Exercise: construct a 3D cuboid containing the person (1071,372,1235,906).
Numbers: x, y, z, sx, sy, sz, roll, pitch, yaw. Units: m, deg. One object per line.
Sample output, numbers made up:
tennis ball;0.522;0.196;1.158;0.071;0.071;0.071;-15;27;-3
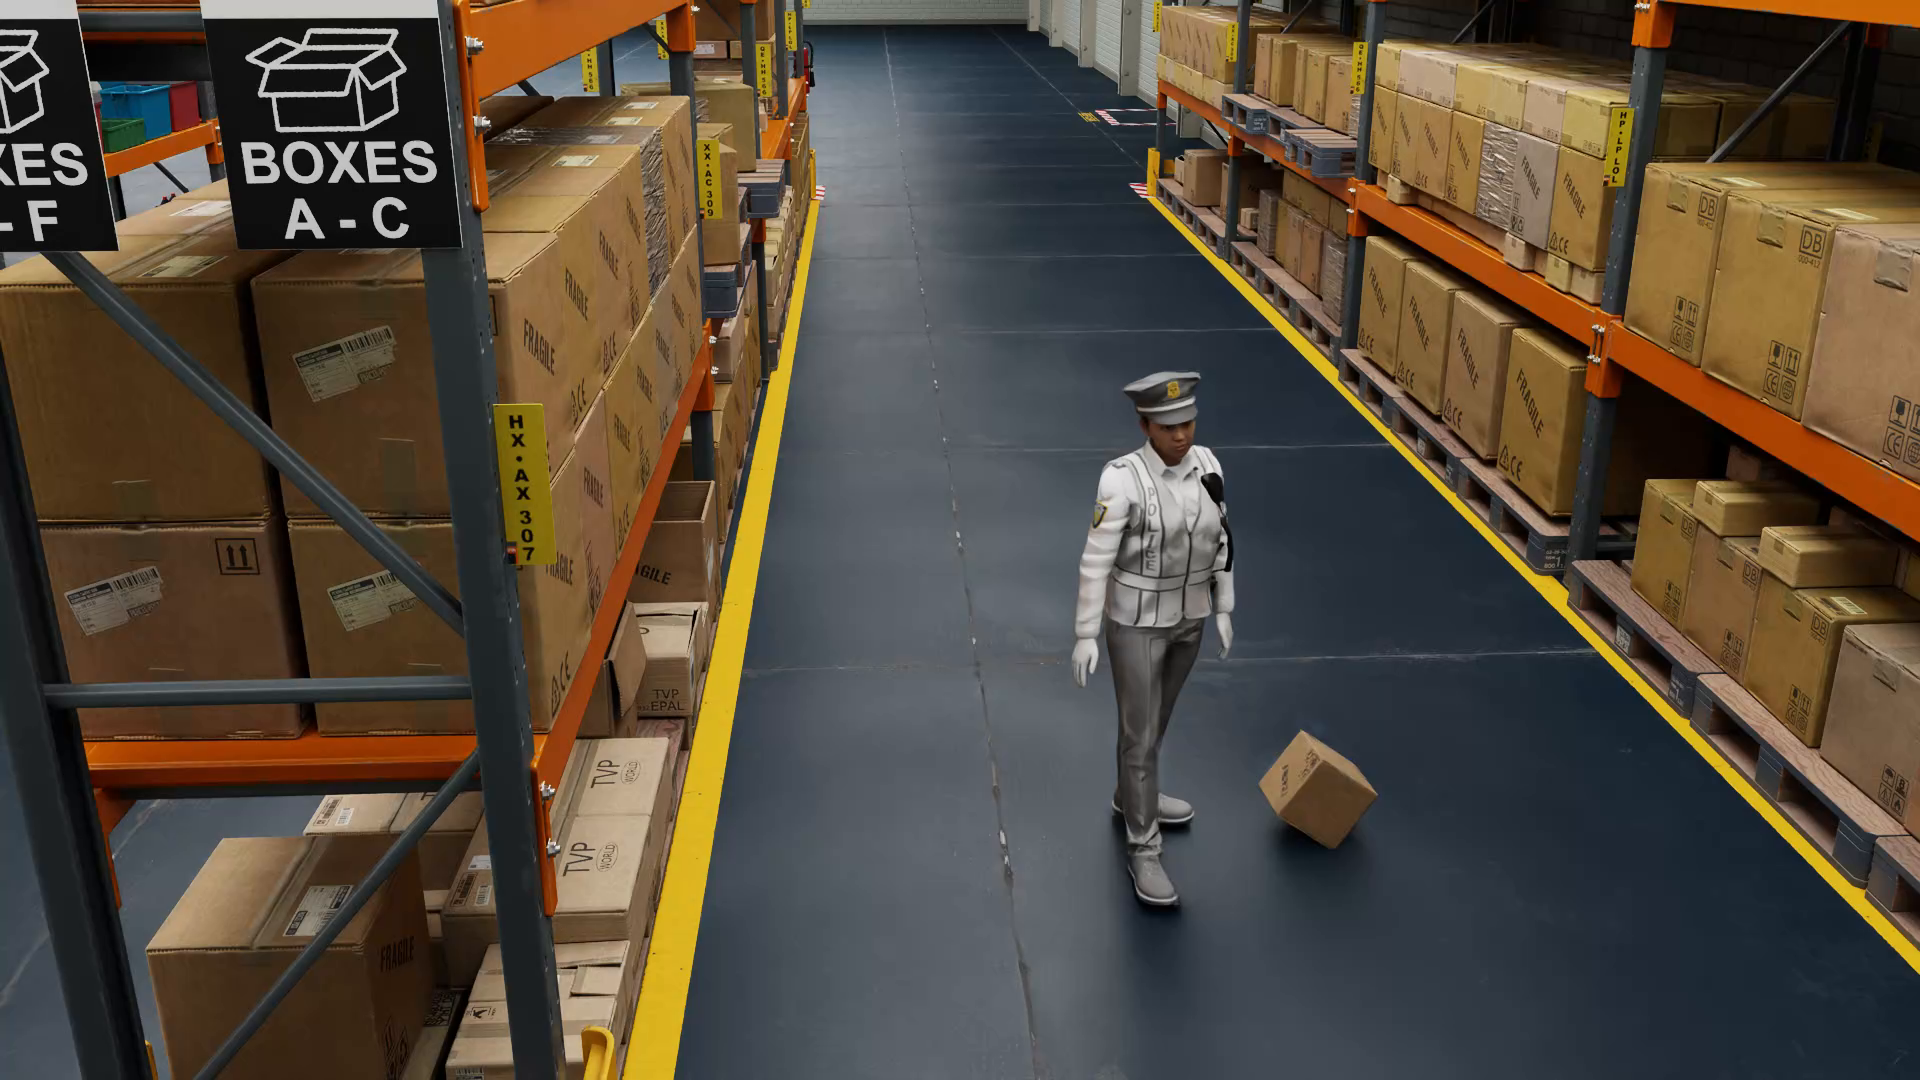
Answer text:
person;0.625;0.277;5.280;0.620;1.662;0.612;-13;24;-31
